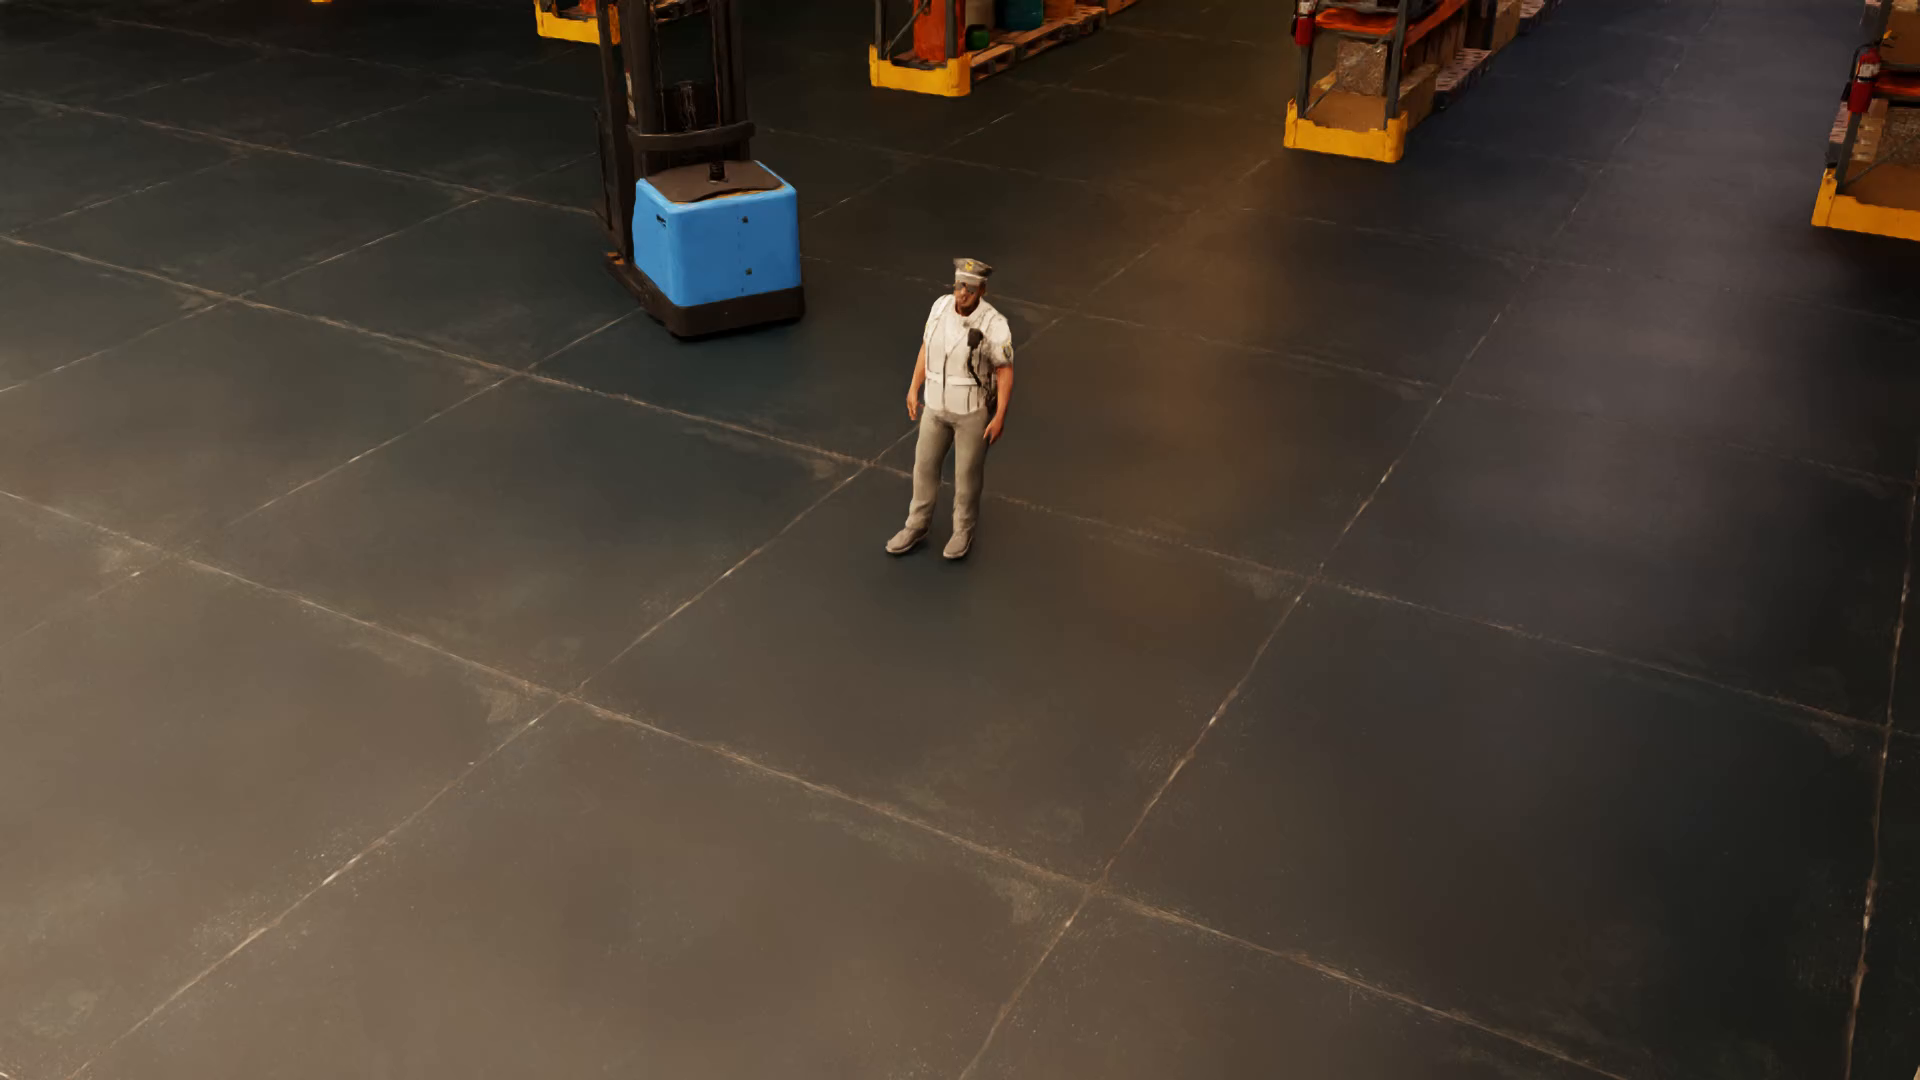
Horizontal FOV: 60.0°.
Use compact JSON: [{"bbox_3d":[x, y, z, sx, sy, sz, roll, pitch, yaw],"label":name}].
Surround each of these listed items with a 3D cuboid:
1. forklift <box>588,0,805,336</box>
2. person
[{"bbox_3d":[-2.326,-3.512,13.156,1.130,2.935,3.031,-14,33,-23],"label":"forklift"},{"bbox_3d":[-0.048,-0.748,9.499,0.640,1.781,0.574,15,33,25],"label":"person"}]
